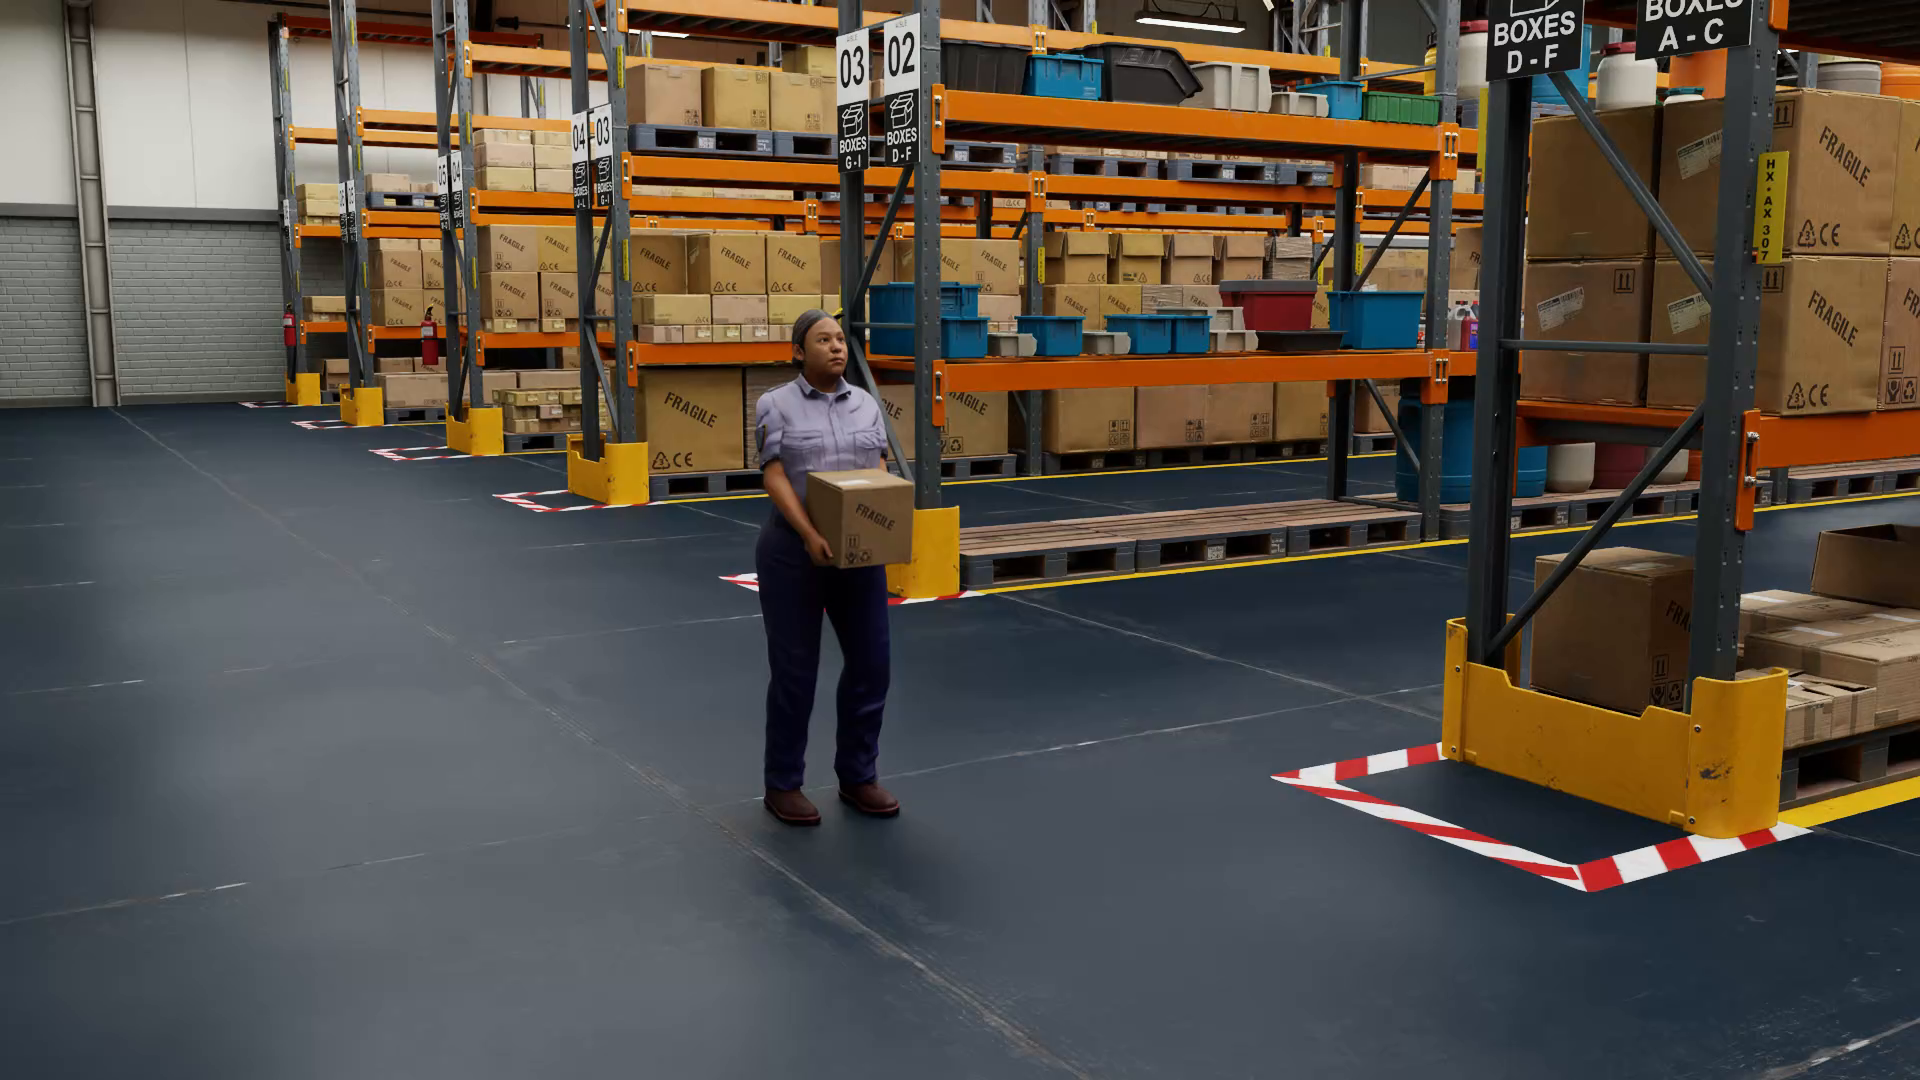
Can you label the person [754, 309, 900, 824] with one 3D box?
[{"bbox_3d":[-0.401,0.081,5.358,0.452,1.634,0.516,-5,10,-31],"label":"person"}]
